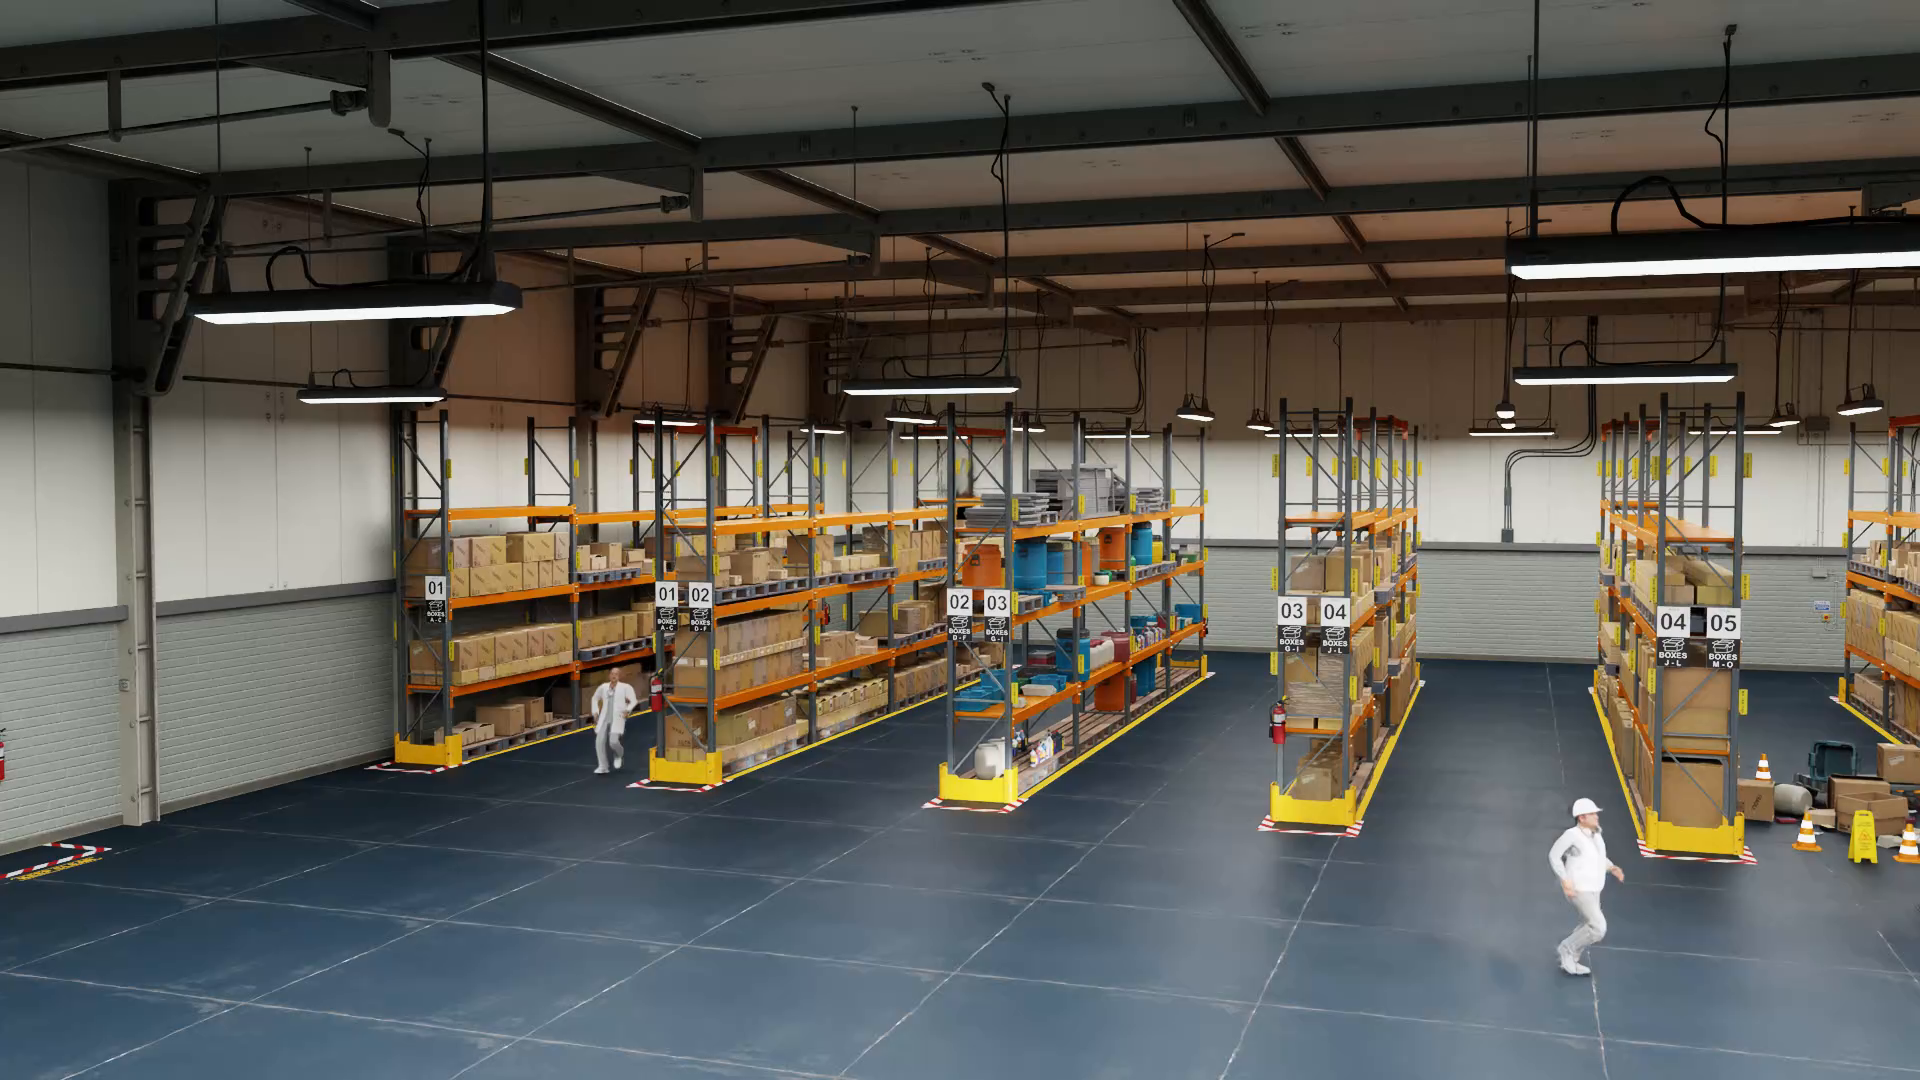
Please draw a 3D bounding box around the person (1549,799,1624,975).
[{"bbox_3d":[6.194,3.421,16.378,0.667,1.739,0.601,-2,3,-43],"label":"person"}]

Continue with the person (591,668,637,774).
[{"bbox_3d":[-5.718,2.969,27.334,0.770,1.738,0.588,0,2,11],"label":"person"}]
